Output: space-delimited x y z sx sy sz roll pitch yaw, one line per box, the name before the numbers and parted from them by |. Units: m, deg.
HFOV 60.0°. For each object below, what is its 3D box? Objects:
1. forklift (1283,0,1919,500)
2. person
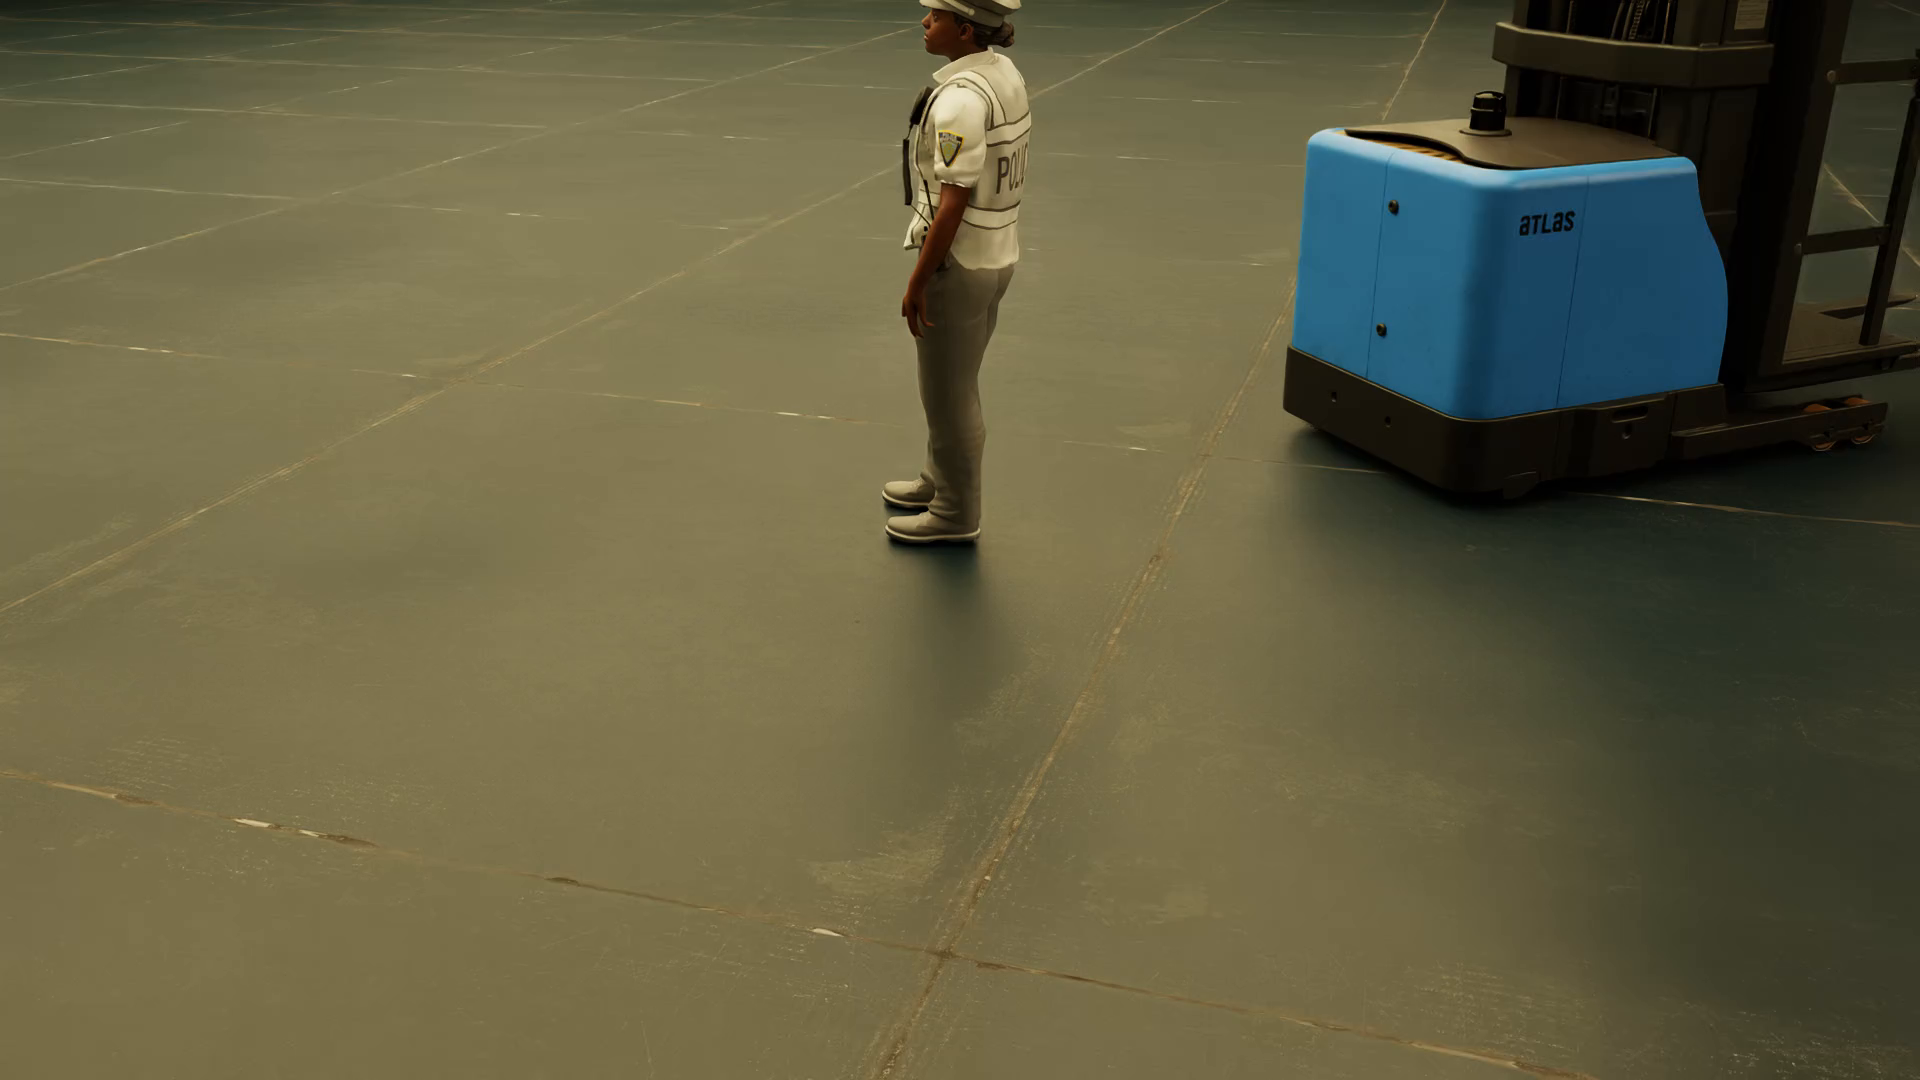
forklift | 2.749 -1.840 5.736 3.031 2.935 1.130 -10 24 -22
person | -0.066 -0.806 4.833 0.528 1.695 0.569 7 23 16
